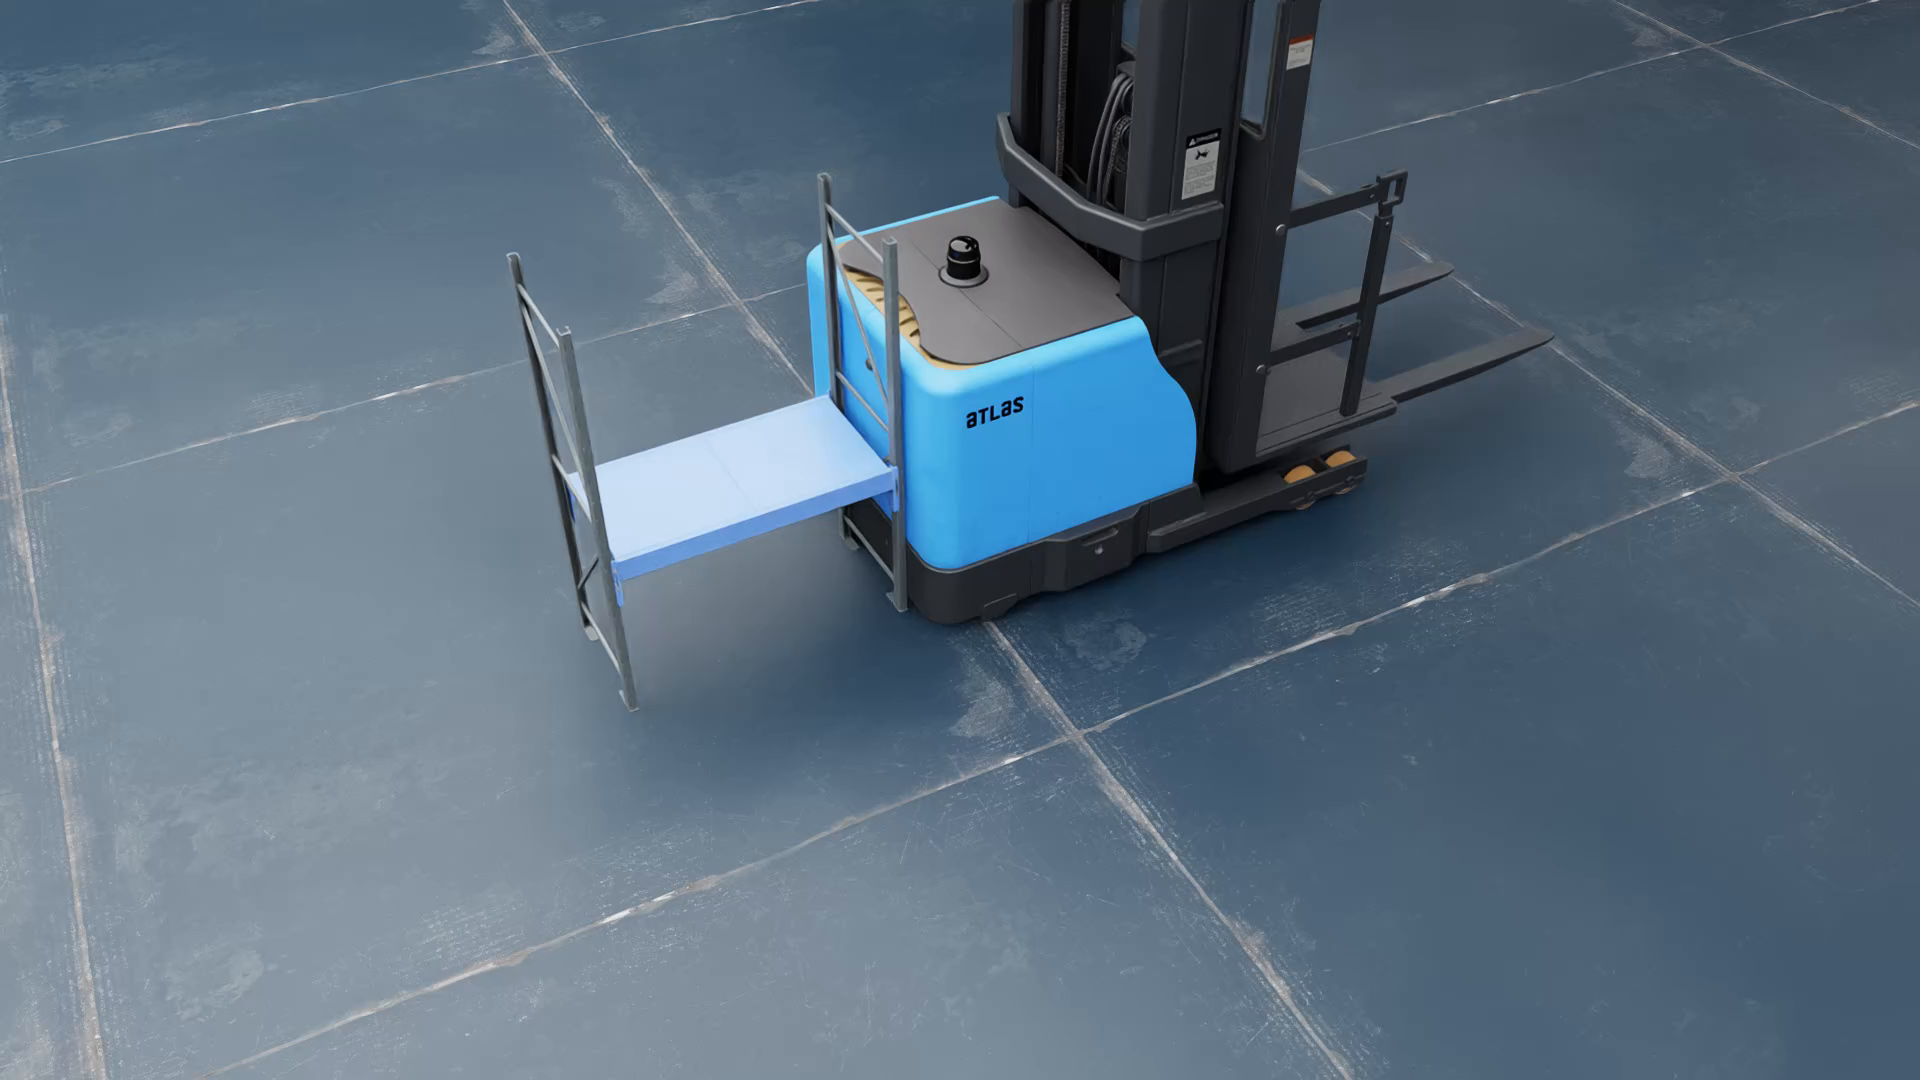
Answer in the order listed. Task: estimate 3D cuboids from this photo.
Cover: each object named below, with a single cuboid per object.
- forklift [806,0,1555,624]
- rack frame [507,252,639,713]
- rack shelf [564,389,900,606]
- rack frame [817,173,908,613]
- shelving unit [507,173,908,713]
[{"bbox_3d":[0.989,-1.516,5.772,3.031,2.935,1.130,-20,44,-22],"label":"forklift"},{"bbox_3d":[-1.211,-0.138,5.253,0.032,1.500,0.500,-20,44,-22],"label":"rack frame"},{"bbox_3d":[-0.766,-0.160,5.557,1.000,0.185,0.538,-20,44,-22],"label":"rack shelf"},{"bbox_3d":[-0.322,-0.457,5.628,0.032,1.500,0.500,-20,44,-22],"label":"rack frame"},{"bbox_3d":[-0.766,-0.297,5.441,1.048,1.500,0.538,-20,44,-22],"label":"shelving unit"}]
